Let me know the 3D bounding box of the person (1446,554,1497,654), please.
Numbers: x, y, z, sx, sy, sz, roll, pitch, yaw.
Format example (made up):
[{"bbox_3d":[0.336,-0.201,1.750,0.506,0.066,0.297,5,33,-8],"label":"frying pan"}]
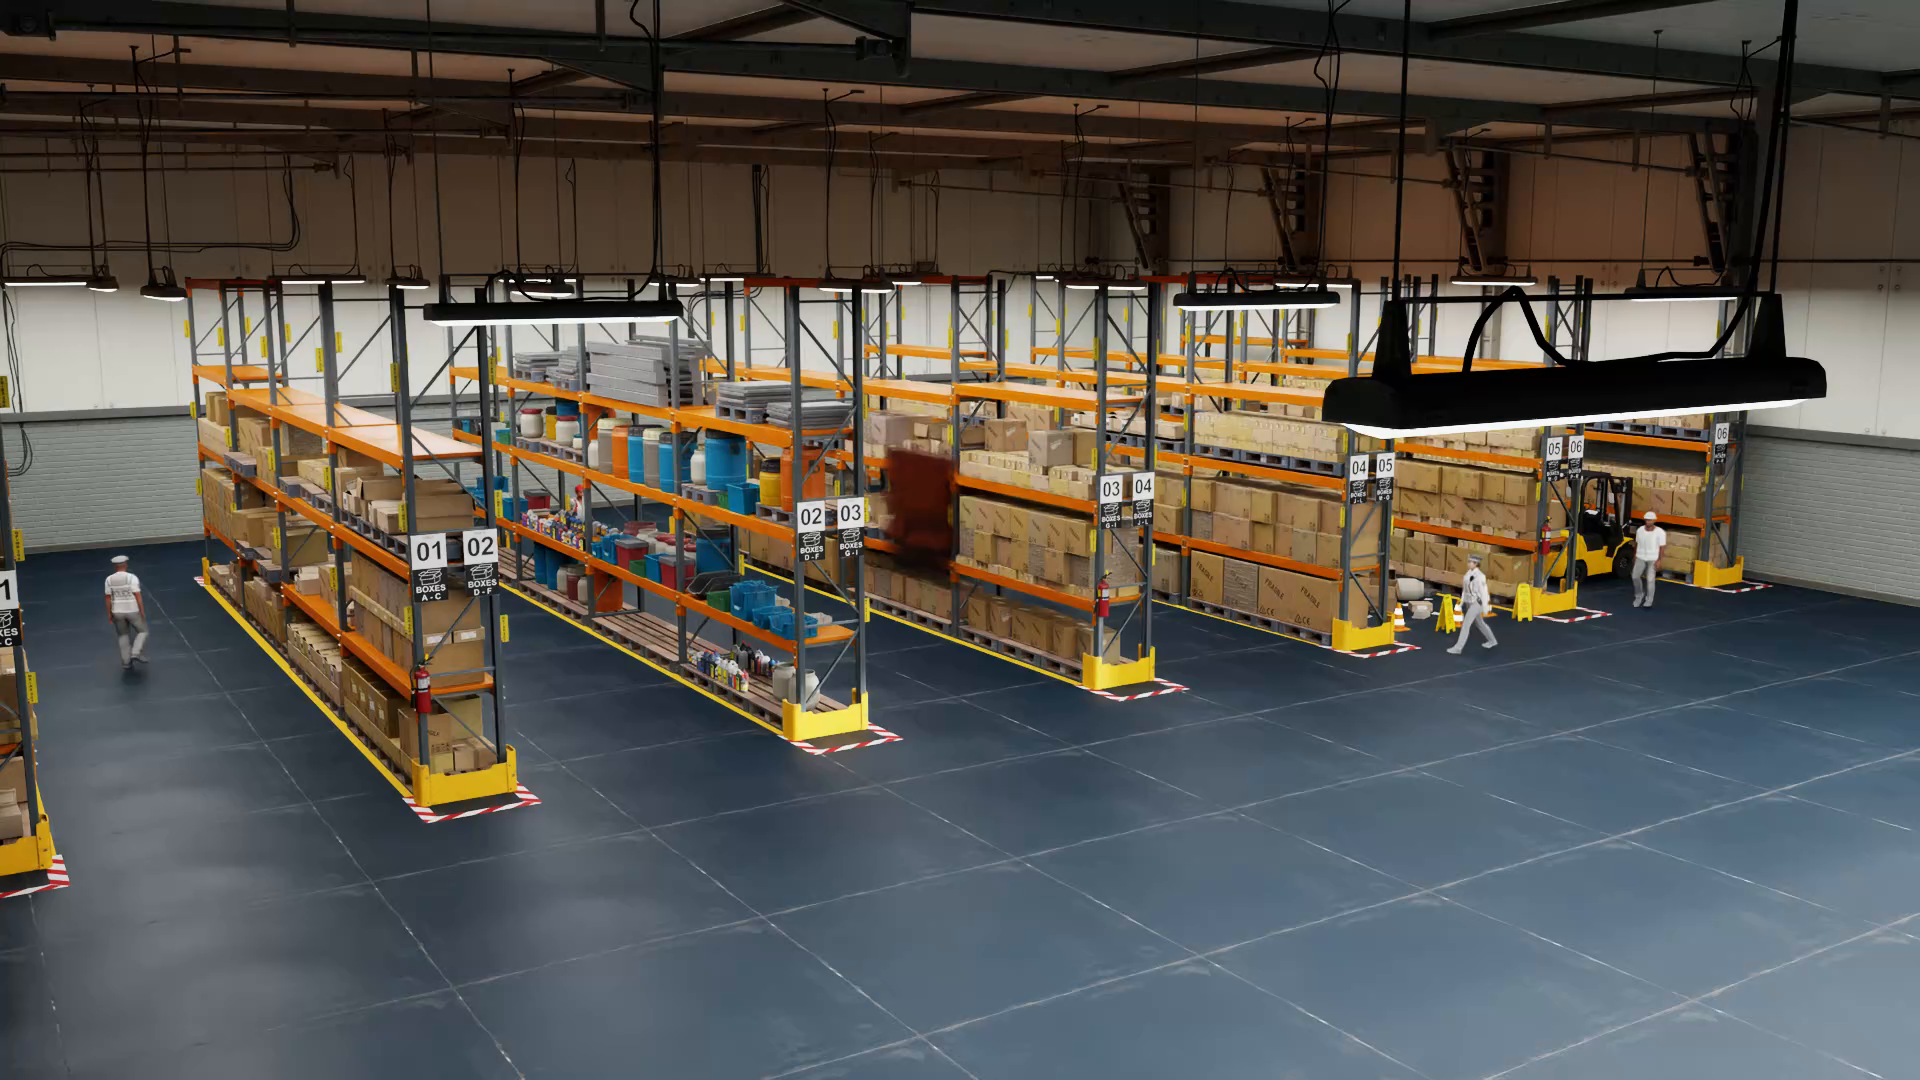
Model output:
[{"bbox_3d":[8.340,1.021,26.982,1.043,1.621,0.496,-3,10,-17],"label":"person"}]

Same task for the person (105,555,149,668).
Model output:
[{"bbox_3d":[-13.026,1.137,25.973,0.585,1.749,0.536,-1,10,-9],"label":"person"}]

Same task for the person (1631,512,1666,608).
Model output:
[{"bbox_3d":[12.596,0.376,30.449,0.580,1.799,0.489,6,11,33],"label":"person"}]

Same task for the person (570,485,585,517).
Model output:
[{"bbox_3d":[-7.836,-0.282,34.395,0.589,1.731,1.098,-7,12,-35],"label":"person"}]
